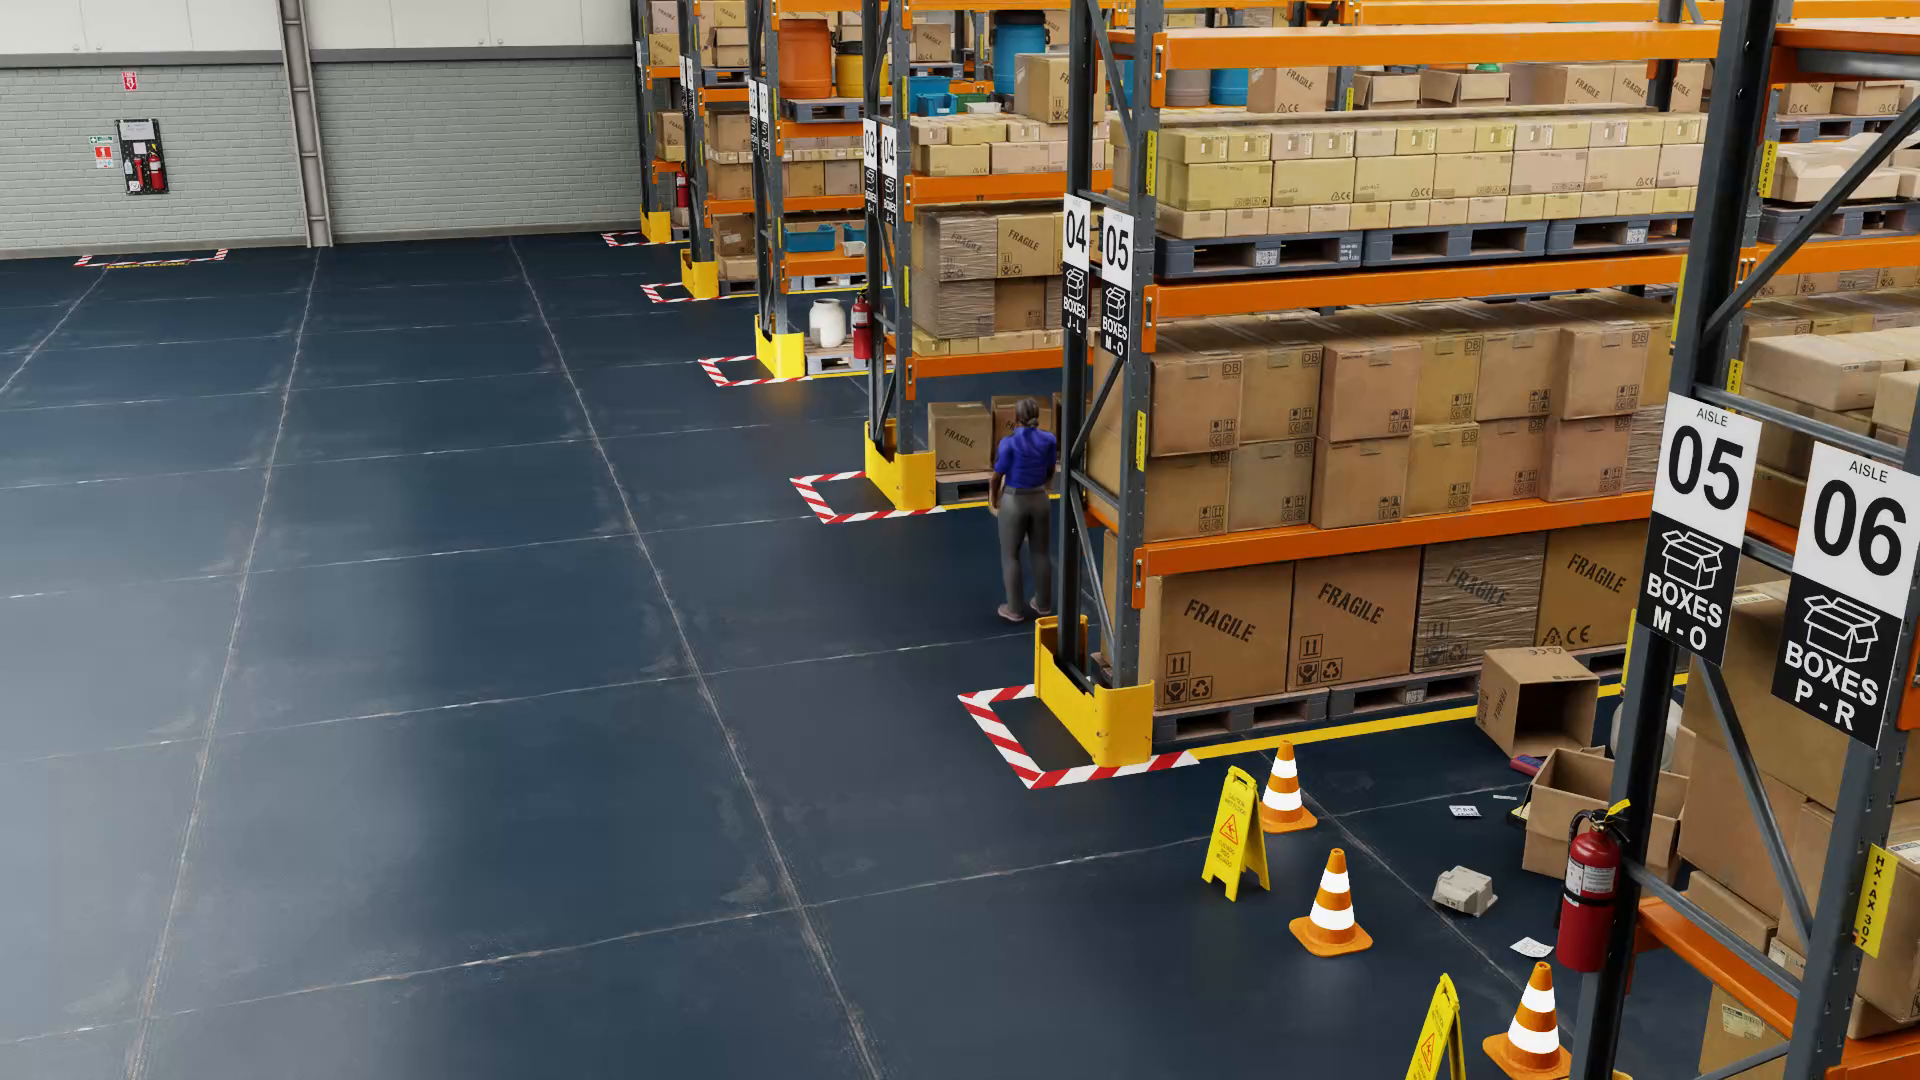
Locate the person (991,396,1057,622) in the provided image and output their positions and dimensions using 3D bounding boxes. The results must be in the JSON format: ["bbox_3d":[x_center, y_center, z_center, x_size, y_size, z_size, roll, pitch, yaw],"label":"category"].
[{"bbox_3d":[0.438,-0.235,11.742,0.505,1.658,0.445,-7,21,-19],"label":"person"}]
